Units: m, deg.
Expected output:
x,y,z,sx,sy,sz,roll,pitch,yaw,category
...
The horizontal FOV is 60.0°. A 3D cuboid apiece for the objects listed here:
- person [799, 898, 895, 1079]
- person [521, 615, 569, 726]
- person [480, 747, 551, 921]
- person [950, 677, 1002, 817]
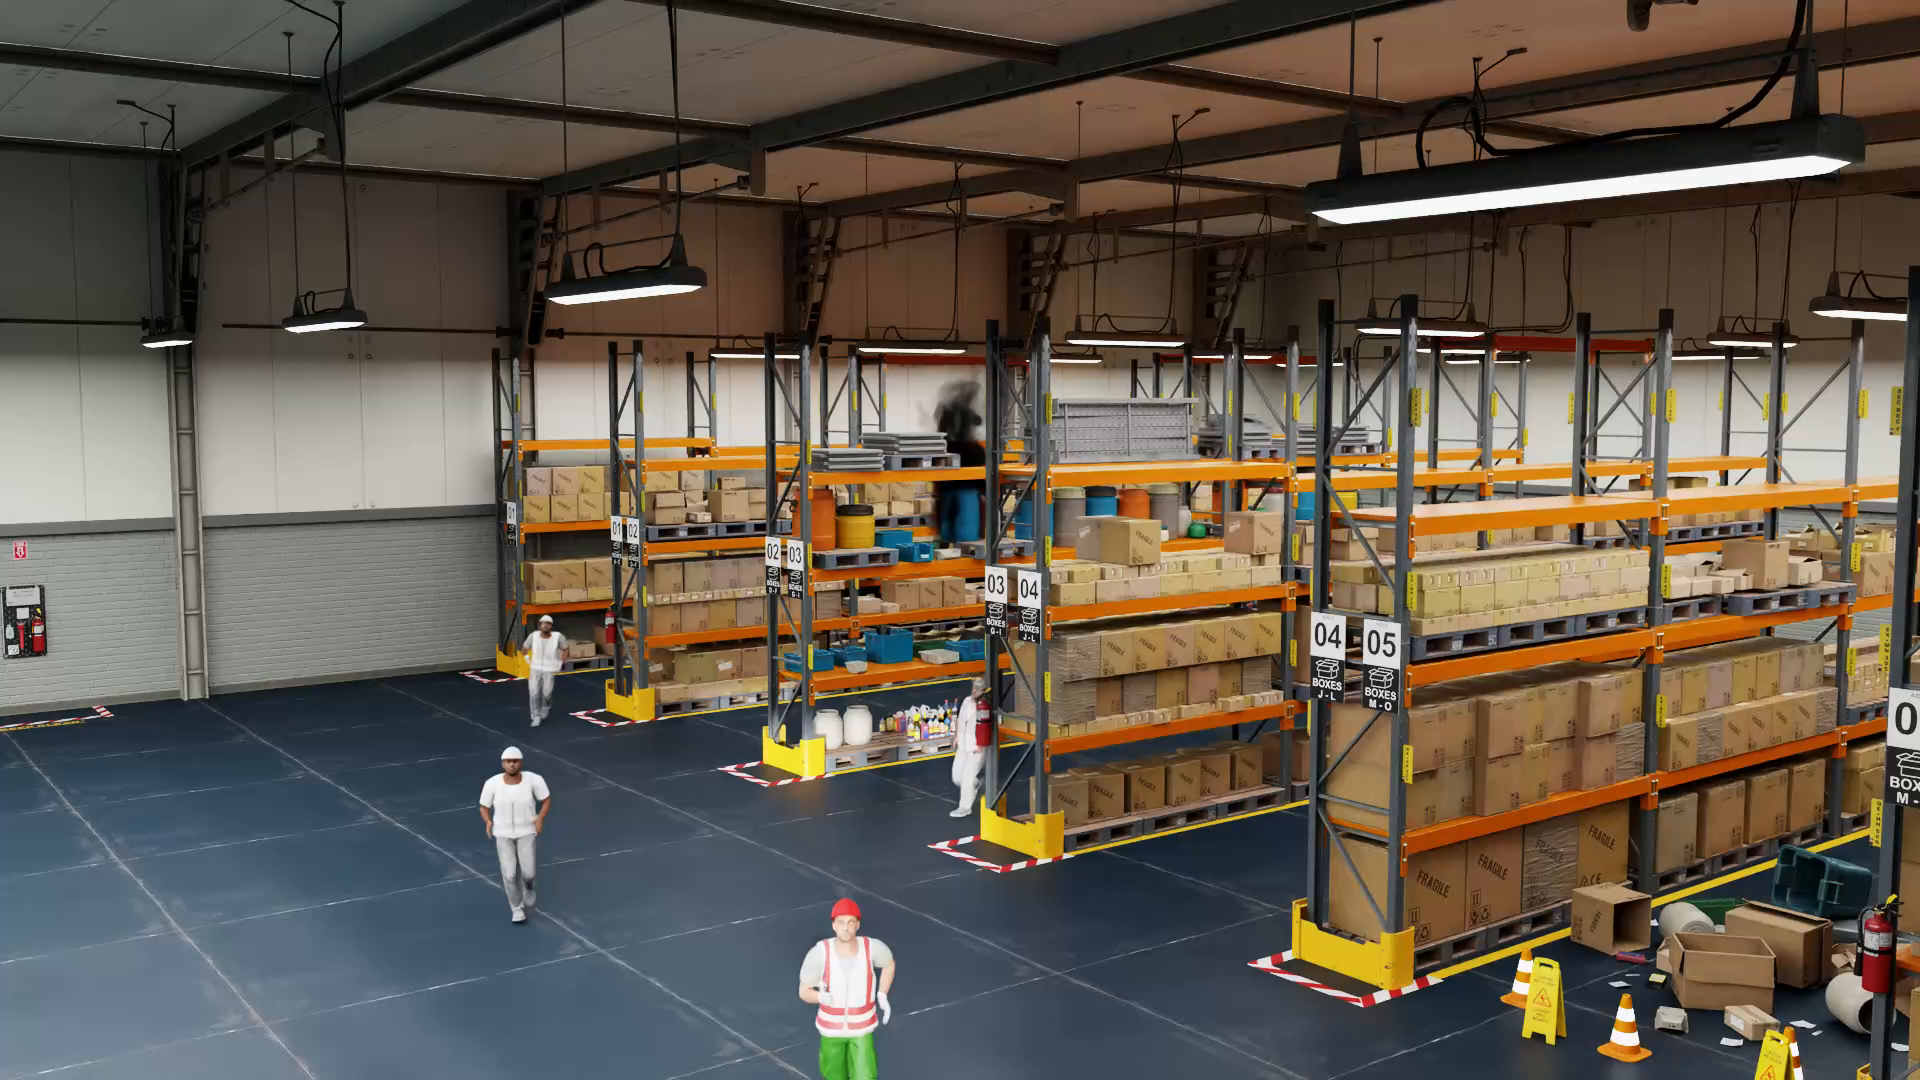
x,y,z,sx,sy,sz,roll,pitch,yaw,category
-0.752,3.287,11.066,0.632,1.832,0.765,0,5,-1,person
-6.493,2.027,25.989,0.725,1.721,0.637,0,5,-5,person
-4.359,2.873,16.305,0.679,1.721,0.576,-1,5,-11,person
0.224,2.516,20.356,0.680,1.720,0.630,4,6,37,person
